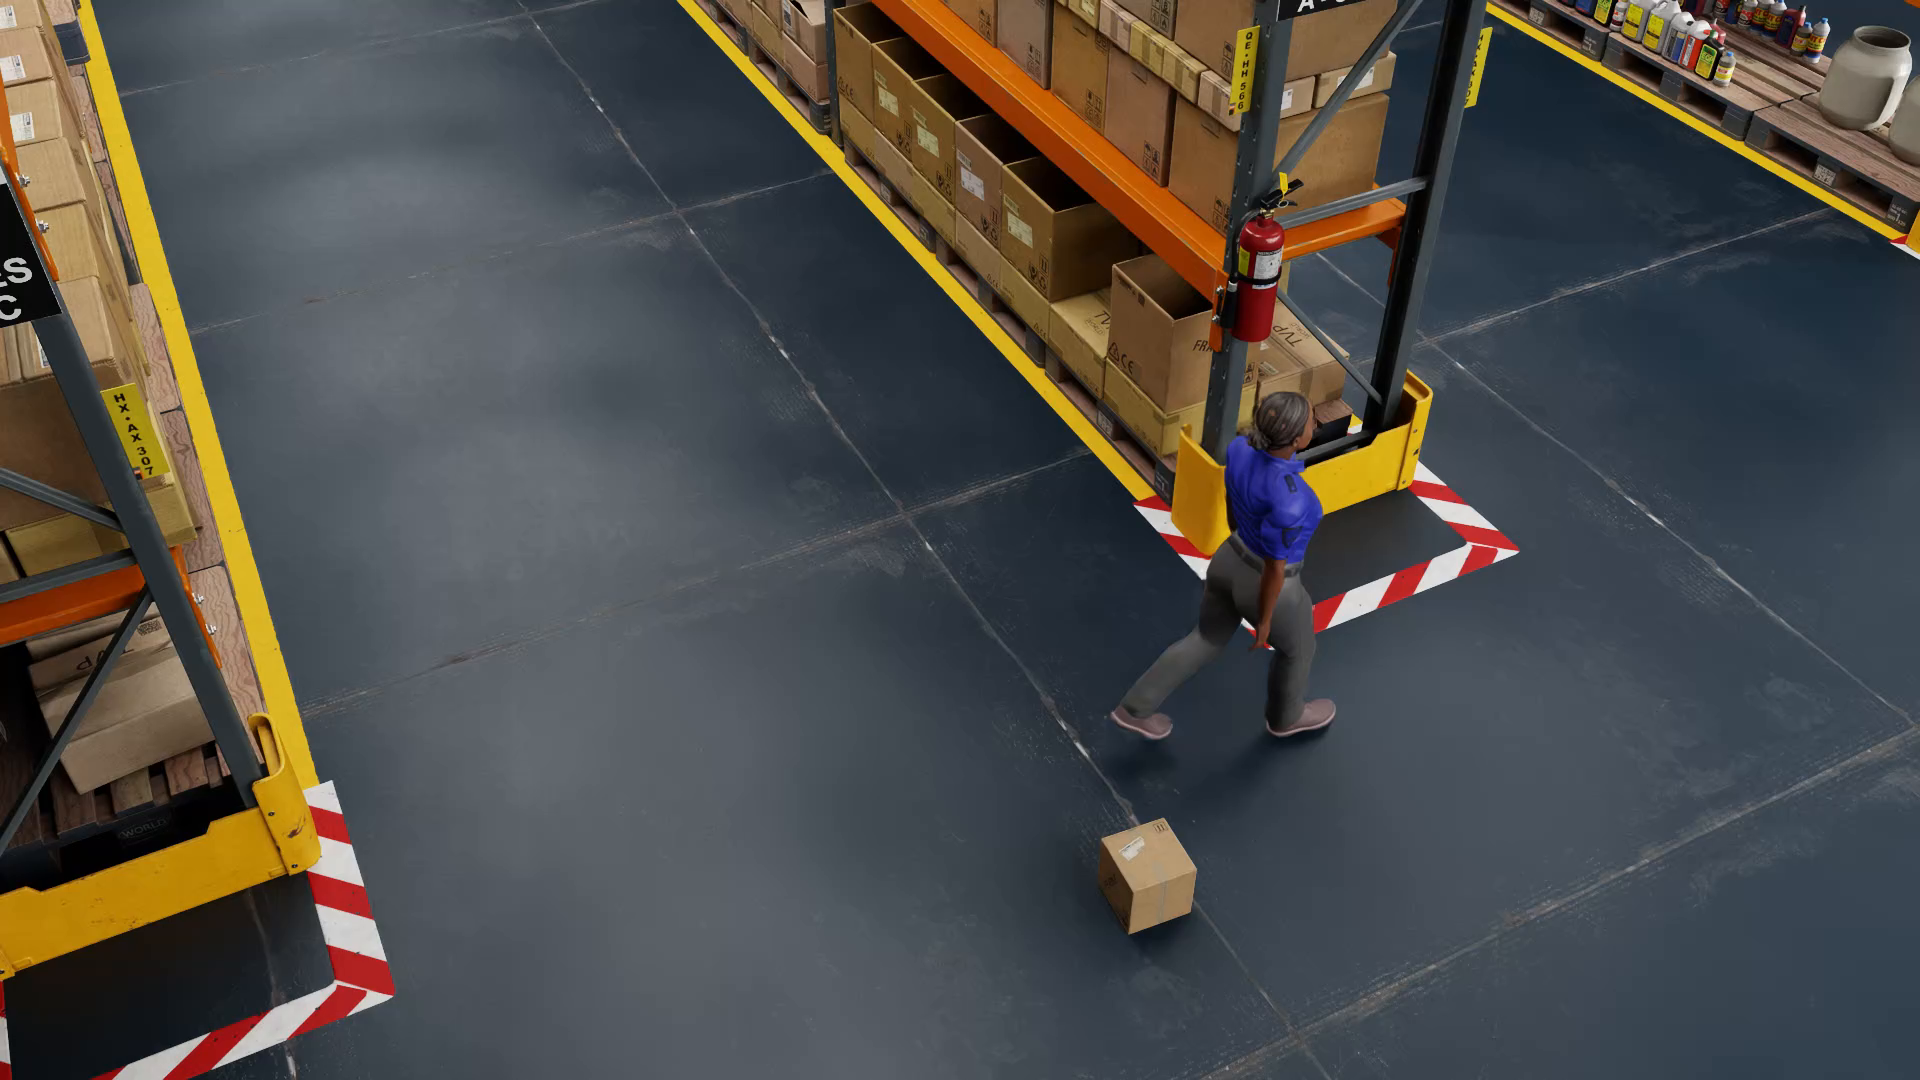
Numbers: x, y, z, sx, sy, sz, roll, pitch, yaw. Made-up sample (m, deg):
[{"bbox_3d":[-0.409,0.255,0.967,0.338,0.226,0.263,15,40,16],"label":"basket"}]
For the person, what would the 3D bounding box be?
[{"bbox_3d":[1.024,0.145,5.989,0.910,1.620,0.441,-19,45,-20],"label":"person"}]
